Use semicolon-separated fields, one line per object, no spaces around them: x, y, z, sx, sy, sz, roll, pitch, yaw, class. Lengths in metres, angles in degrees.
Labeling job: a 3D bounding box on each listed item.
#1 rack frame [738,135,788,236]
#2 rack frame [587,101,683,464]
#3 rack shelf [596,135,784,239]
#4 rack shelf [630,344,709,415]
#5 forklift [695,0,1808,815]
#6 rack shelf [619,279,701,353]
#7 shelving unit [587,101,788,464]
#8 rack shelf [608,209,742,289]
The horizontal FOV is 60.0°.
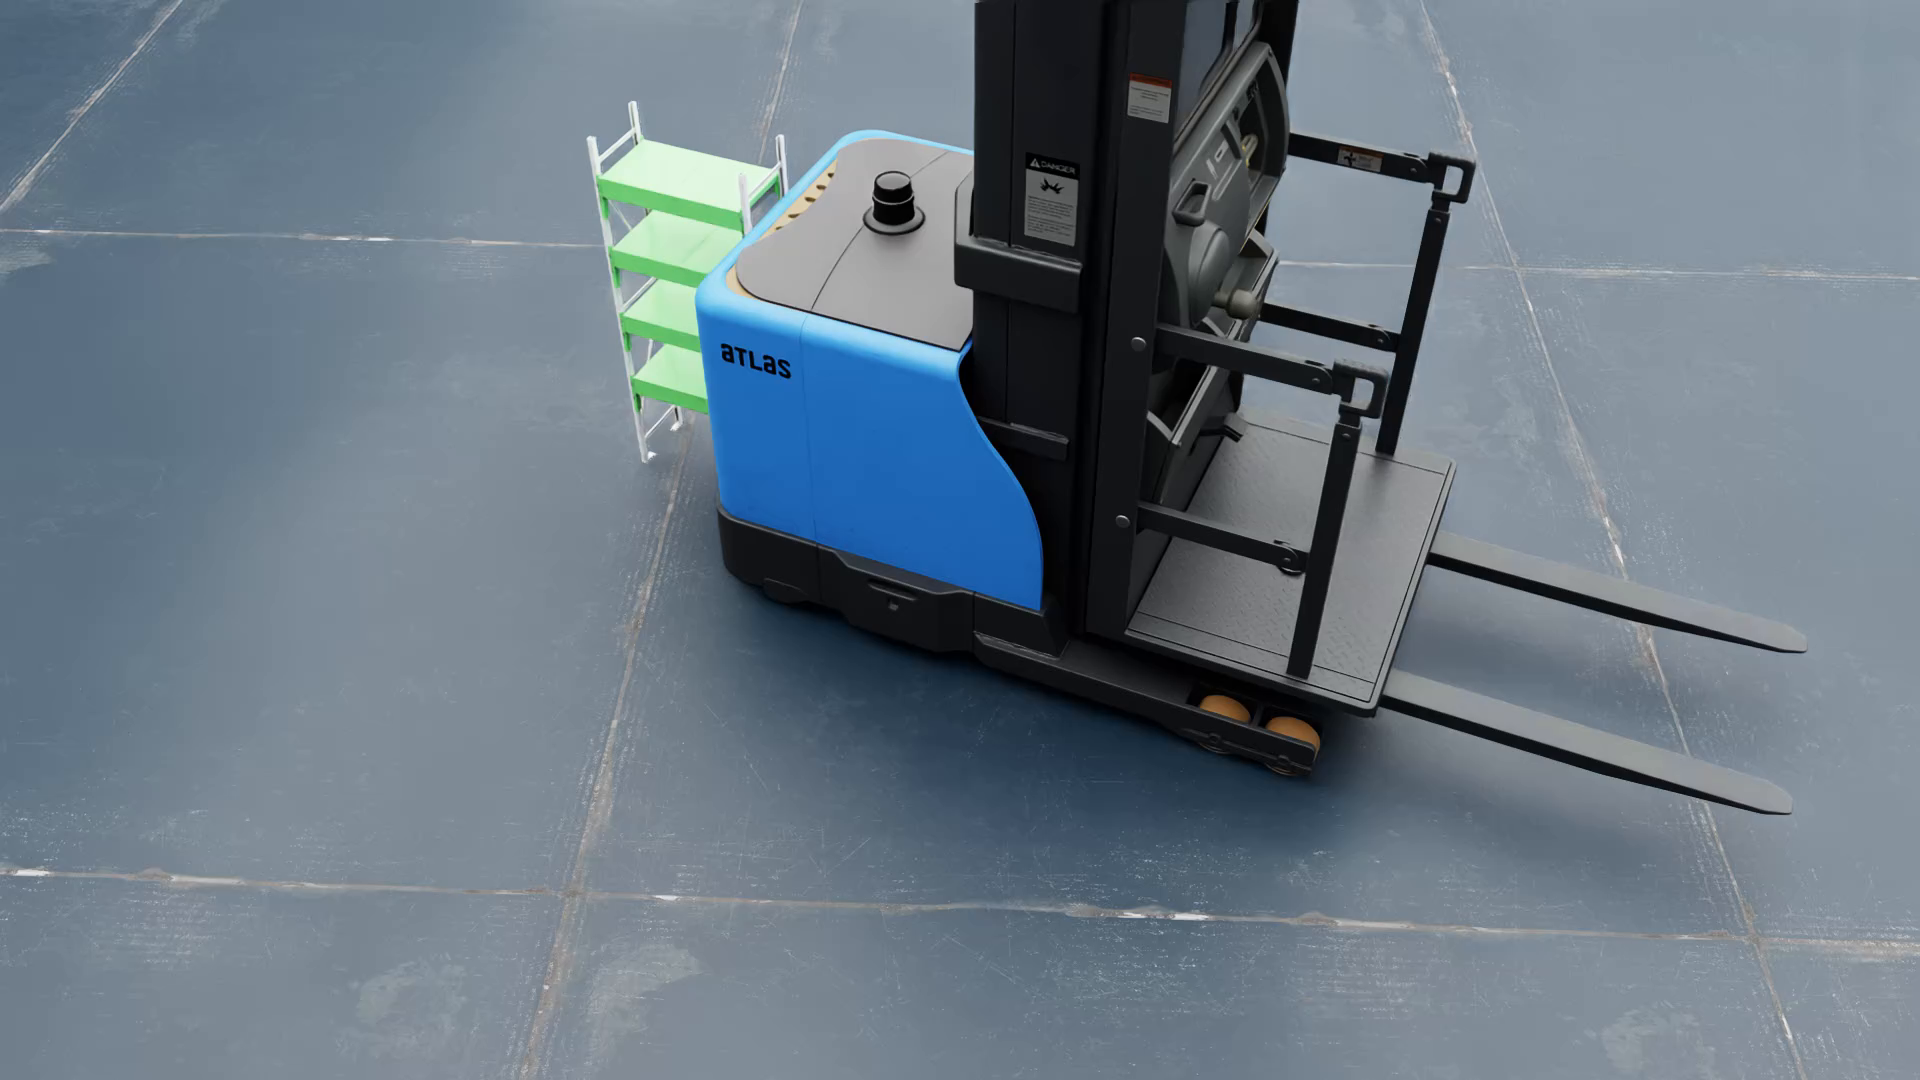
-0.555;-0.636;5.052;0.015;1.200;0.240;17;45;17;rack frame
-1.002;-0.769;5.196;0.015;1.200;0.240;17;45;17;rack frame
-0.779;-1.007;4.840;0.480;0.148;0.258;17;45;17;rack shelf
-0.779;-0.480;5.331;0.480;0.148;0.258;17;45;17;rack shelf
0.840;-0.842;4.004;3.031;2.935;1.130;17;45;17;forklift
-0.779;-0.656;5.168;0.480;0.148;0.258;17;45;17;rack shelf
-0.779;-0.703;5.124;0.503;1.200;0.258;17;45;17;shelving unit
-0.779;-0.831;5.004;0.480;0.148;0.258;17;45;17;rack shelf
